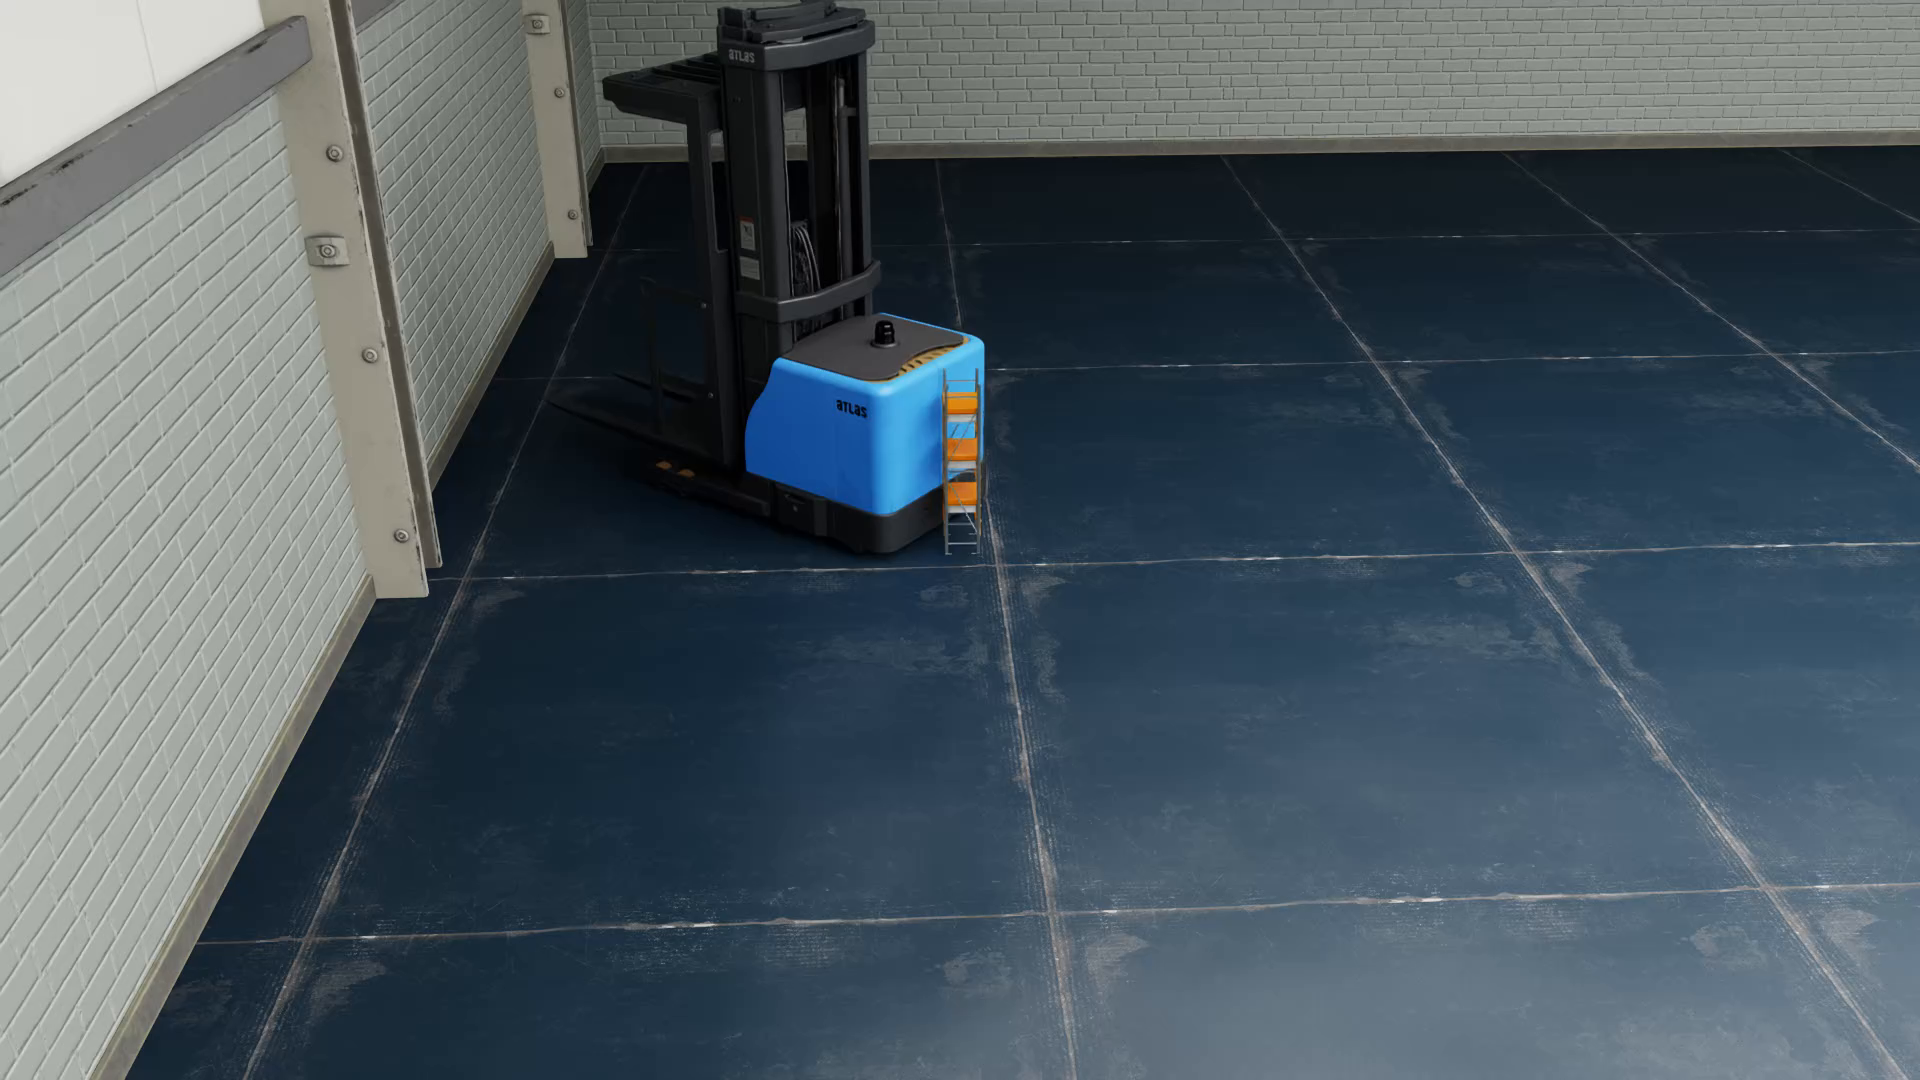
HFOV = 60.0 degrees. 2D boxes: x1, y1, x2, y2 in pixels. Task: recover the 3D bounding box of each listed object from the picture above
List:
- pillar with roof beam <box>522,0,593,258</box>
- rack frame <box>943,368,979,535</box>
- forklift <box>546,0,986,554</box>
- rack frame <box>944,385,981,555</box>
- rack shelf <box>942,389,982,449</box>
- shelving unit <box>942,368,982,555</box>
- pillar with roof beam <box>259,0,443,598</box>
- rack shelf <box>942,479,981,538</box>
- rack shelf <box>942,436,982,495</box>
[{"bbox_3d":[0.887,-6.639,12.748,9.100,9.000,0.400,-1,28,-3],"label":"pillar with roof beam"},{"bbox_3d":[0.004,-0.495,9.564,0.200,1.050,0.008,-1,28,-2],"label":"rack frame"},{"bbox_3d":[-1.334,-1.746,9.929,3.031,2.935,1.130,19,33,31],"label":"forklift"},{"bbox_3d":[0.014,-0.382,9.348,0.200,1.050,0.008,-1,28,-2],"label":"rack frame"},{"bbox_3d":[0.009,-0.681,9.330,0.215,0.259,0.240,-1,28,-2],"label":"rack shelf"},{"bbox_3d":[0.009,-0.439,9.456,0.215,1.050,0.252,-1,28,-2],"label":"shelving unit"},{"bbox_3d":[1.201,-3.868,7.436,9.100,9.000,0.400,-1,28,-3],"label":"pillar with roof beam"},{"bbox_3d":[0.009,-0.183,9.589,0.215,0.259,0.240,-1,28,-2],"label":"rack shelf"},{"bbox_3d":[0.009,-0.429,9.461,0.215,0.259,0.240,-1,28,-2],"label":"rack shelf"}]
